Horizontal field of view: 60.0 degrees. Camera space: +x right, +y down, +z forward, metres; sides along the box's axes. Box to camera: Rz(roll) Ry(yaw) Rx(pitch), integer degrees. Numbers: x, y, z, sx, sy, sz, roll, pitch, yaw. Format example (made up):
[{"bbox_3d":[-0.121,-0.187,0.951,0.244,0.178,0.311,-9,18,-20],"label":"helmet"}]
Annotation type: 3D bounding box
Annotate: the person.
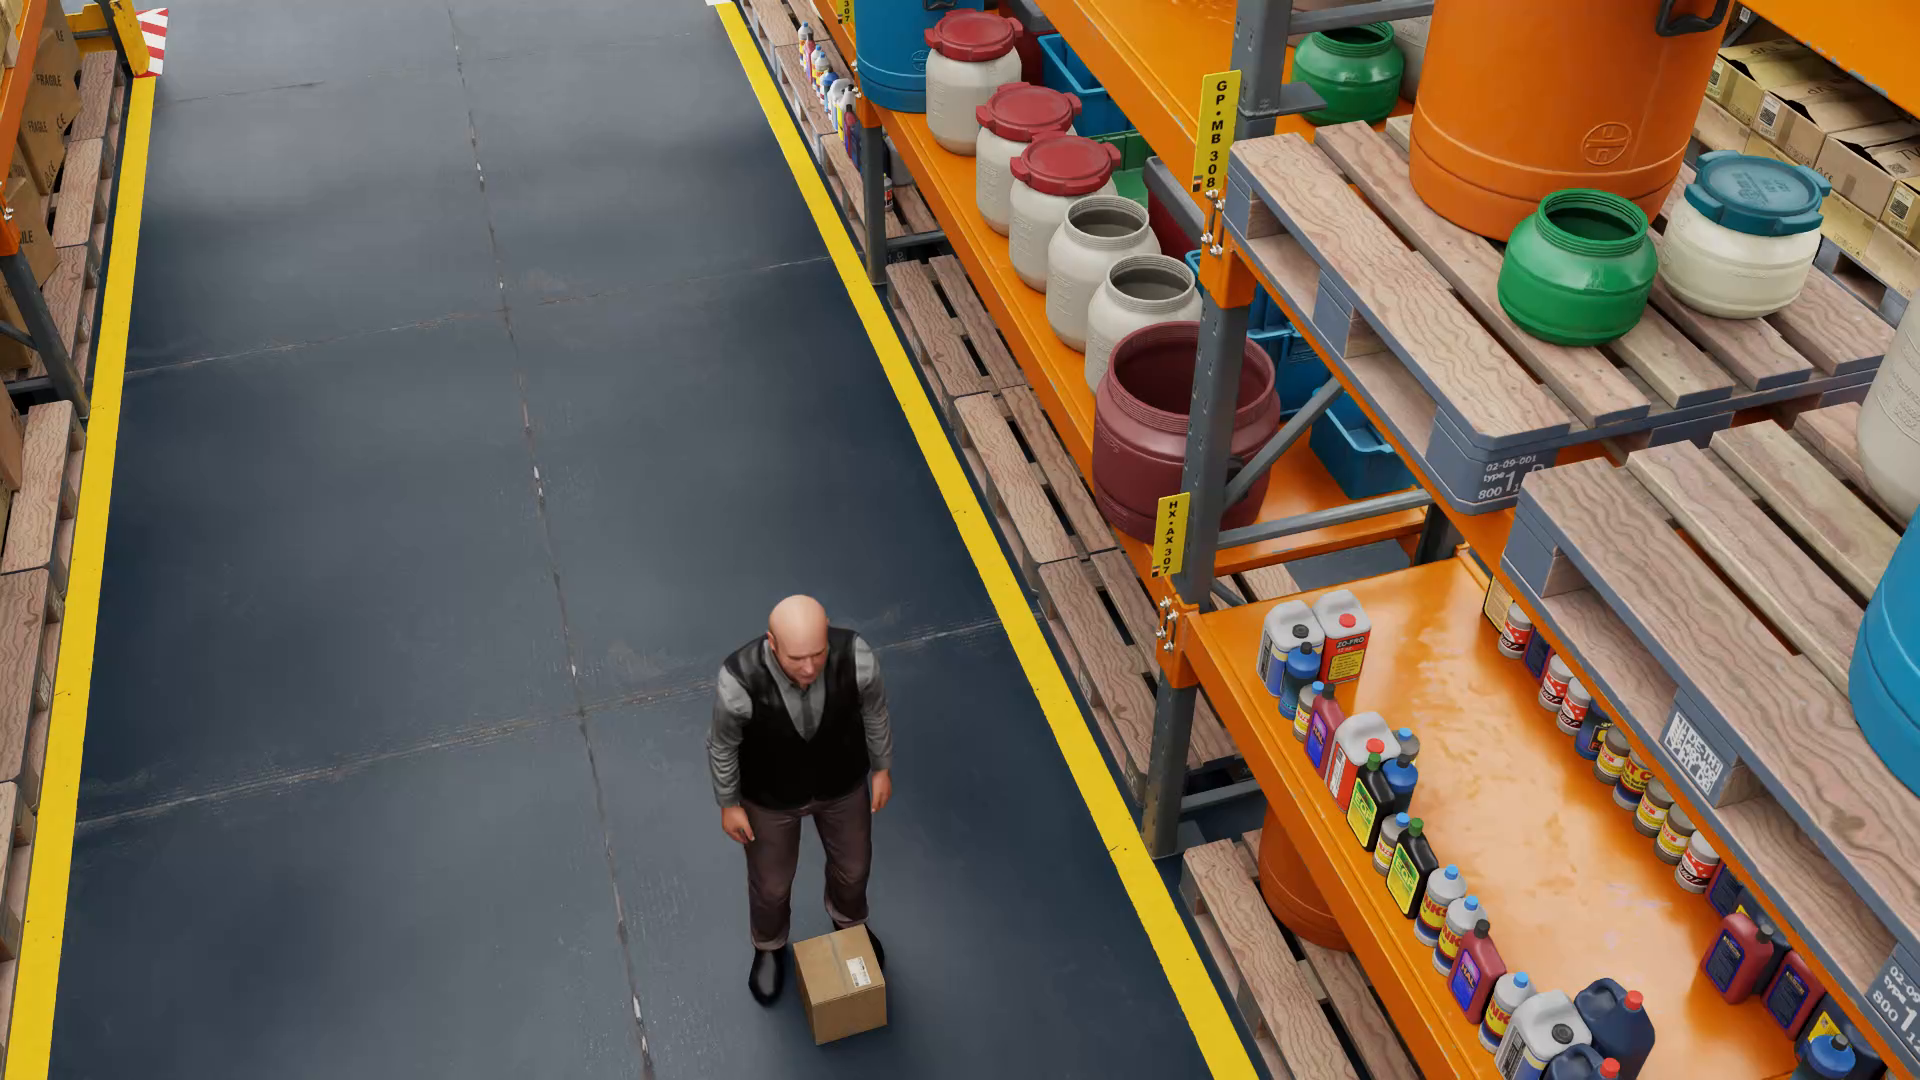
[{"bbox_3d":[-0.497,0.776,5.314,0.580,1.721,0.414,-12,43,-13],"label":"person"}]
